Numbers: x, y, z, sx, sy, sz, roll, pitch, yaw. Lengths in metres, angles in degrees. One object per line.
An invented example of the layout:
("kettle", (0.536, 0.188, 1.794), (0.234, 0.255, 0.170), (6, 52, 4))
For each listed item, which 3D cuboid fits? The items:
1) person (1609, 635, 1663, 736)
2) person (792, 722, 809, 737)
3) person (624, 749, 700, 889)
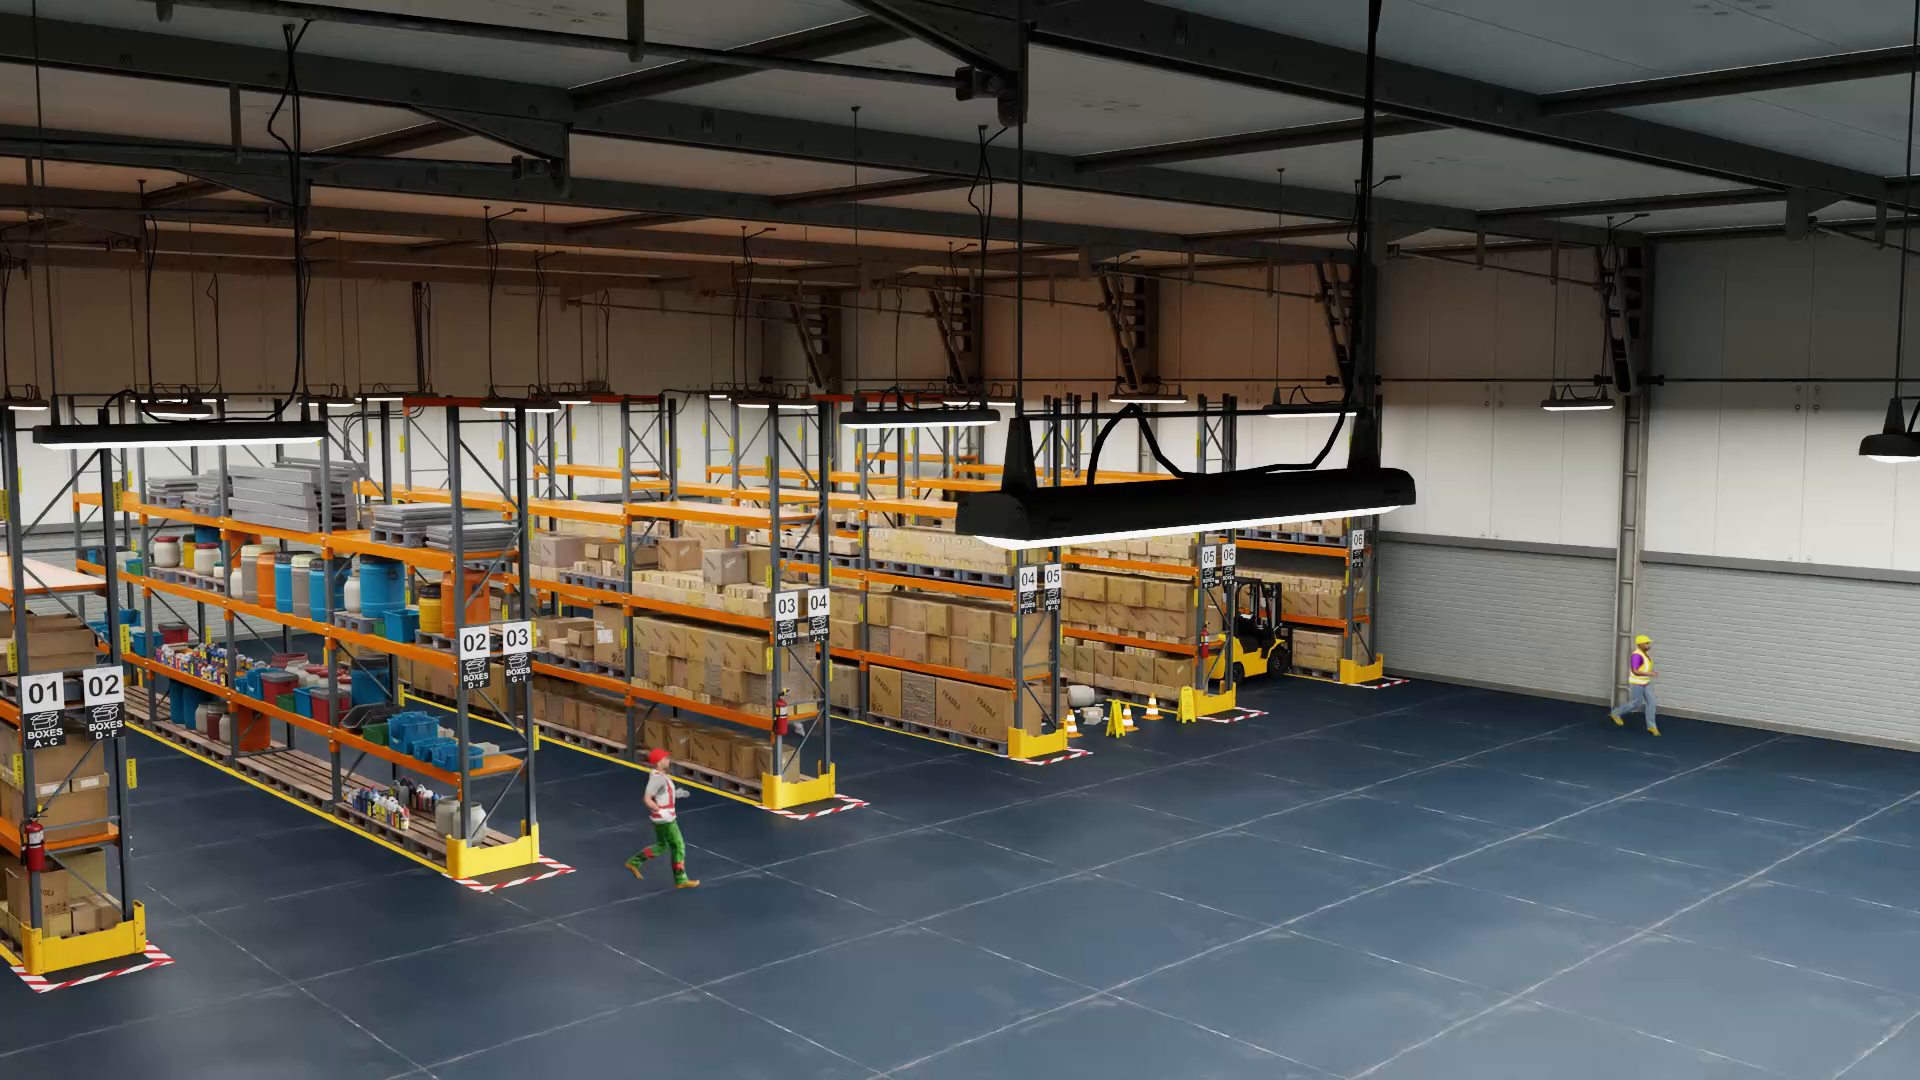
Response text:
("person", (12.138, 2.593, 29.786), (0.938, 1.811, 0.731), (4, 7, 39))
("person", (-3.193, 2.599, 29.661), (1.126, 1.776, 0.629), (4, 7, 38))
("person", (-3.706, 3.456, 20.617), (0.923, 1.766, 0.669), (-1, 6, -11))
